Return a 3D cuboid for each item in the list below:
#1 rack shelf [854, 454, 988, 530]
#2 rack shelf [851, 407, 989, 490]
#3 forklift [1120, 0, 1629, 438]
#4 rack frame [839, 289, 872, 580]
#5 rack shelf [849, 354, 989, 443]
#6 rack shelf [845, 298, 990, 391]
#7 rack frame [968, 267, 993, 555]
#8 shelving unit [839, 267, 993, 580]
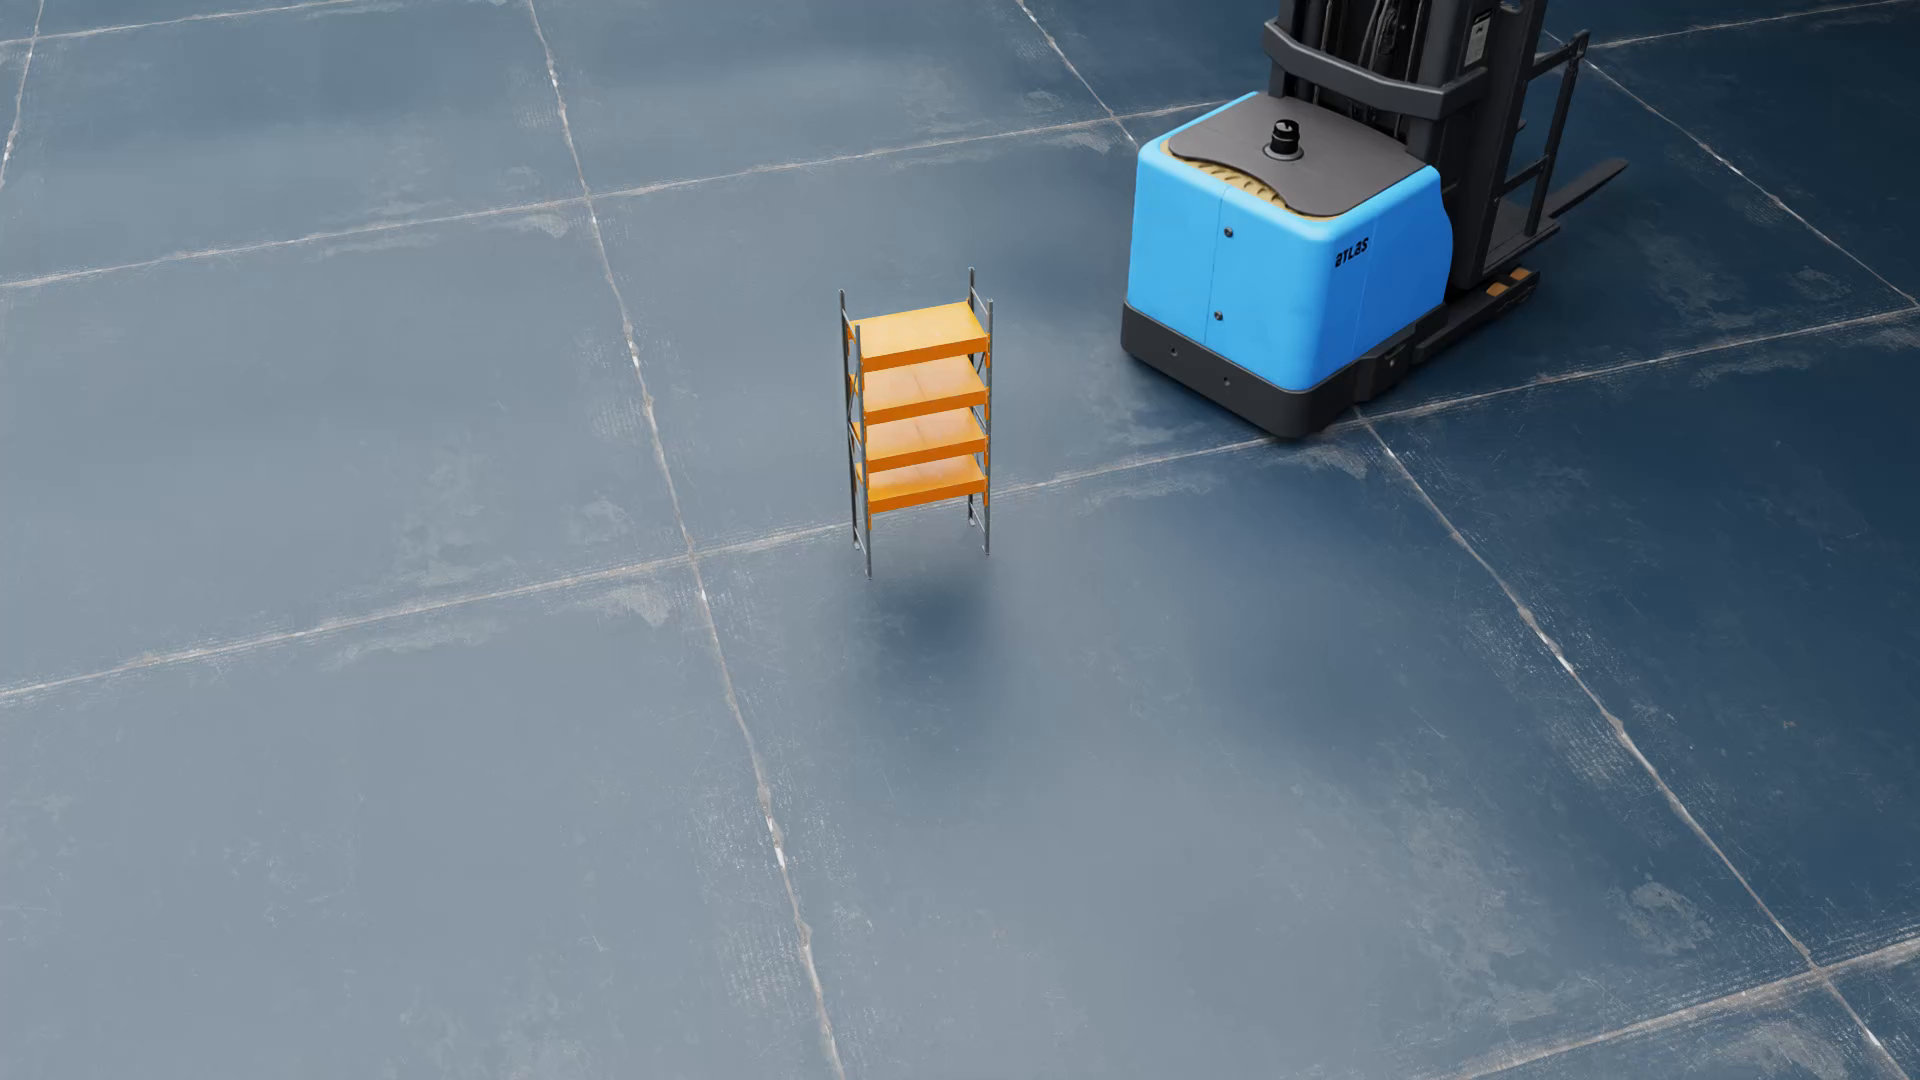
[{"bbox_3d":[-0.158,-0.219,6.493,0.480,0.148,0.258,-12,42,-13],"label":"rack shelf"},{"bbox_3d":[-0.158,-0.368,6.362,0.480,0.148,0.258,-12,42,-13],"label":"rack shelf"},{"bbox_3d":[2.159,-2.391,7.260,3.031,2.935,1.130,-32,50,-31],"label":"forklift"},{"bbox_3d":[-0.391,-0.371,6.263,0.015,1.200,0.240,-12,42,-13],"label":"rack frame"},{"bbox_3d":[-0.158,-0.537,6.215,0.480,0.148,0.258,-12,42,-13],"label":"rack shelf"},{"bbox_3d":[-0.158,-0.715,6.059,0.480,0.148,0.258,-12,42,-13],"label":"rack shelf"},{"bbox_3d":[0.075,-0.467,6.373,0.015,1.200,0.240,-12,42,-13],"label":"rack frame"},{"bbox_3d":[-0.158,-0.419,6.318,0.503,1.200,0.258,-12,42,-13],"label":"shelving unit"}]
